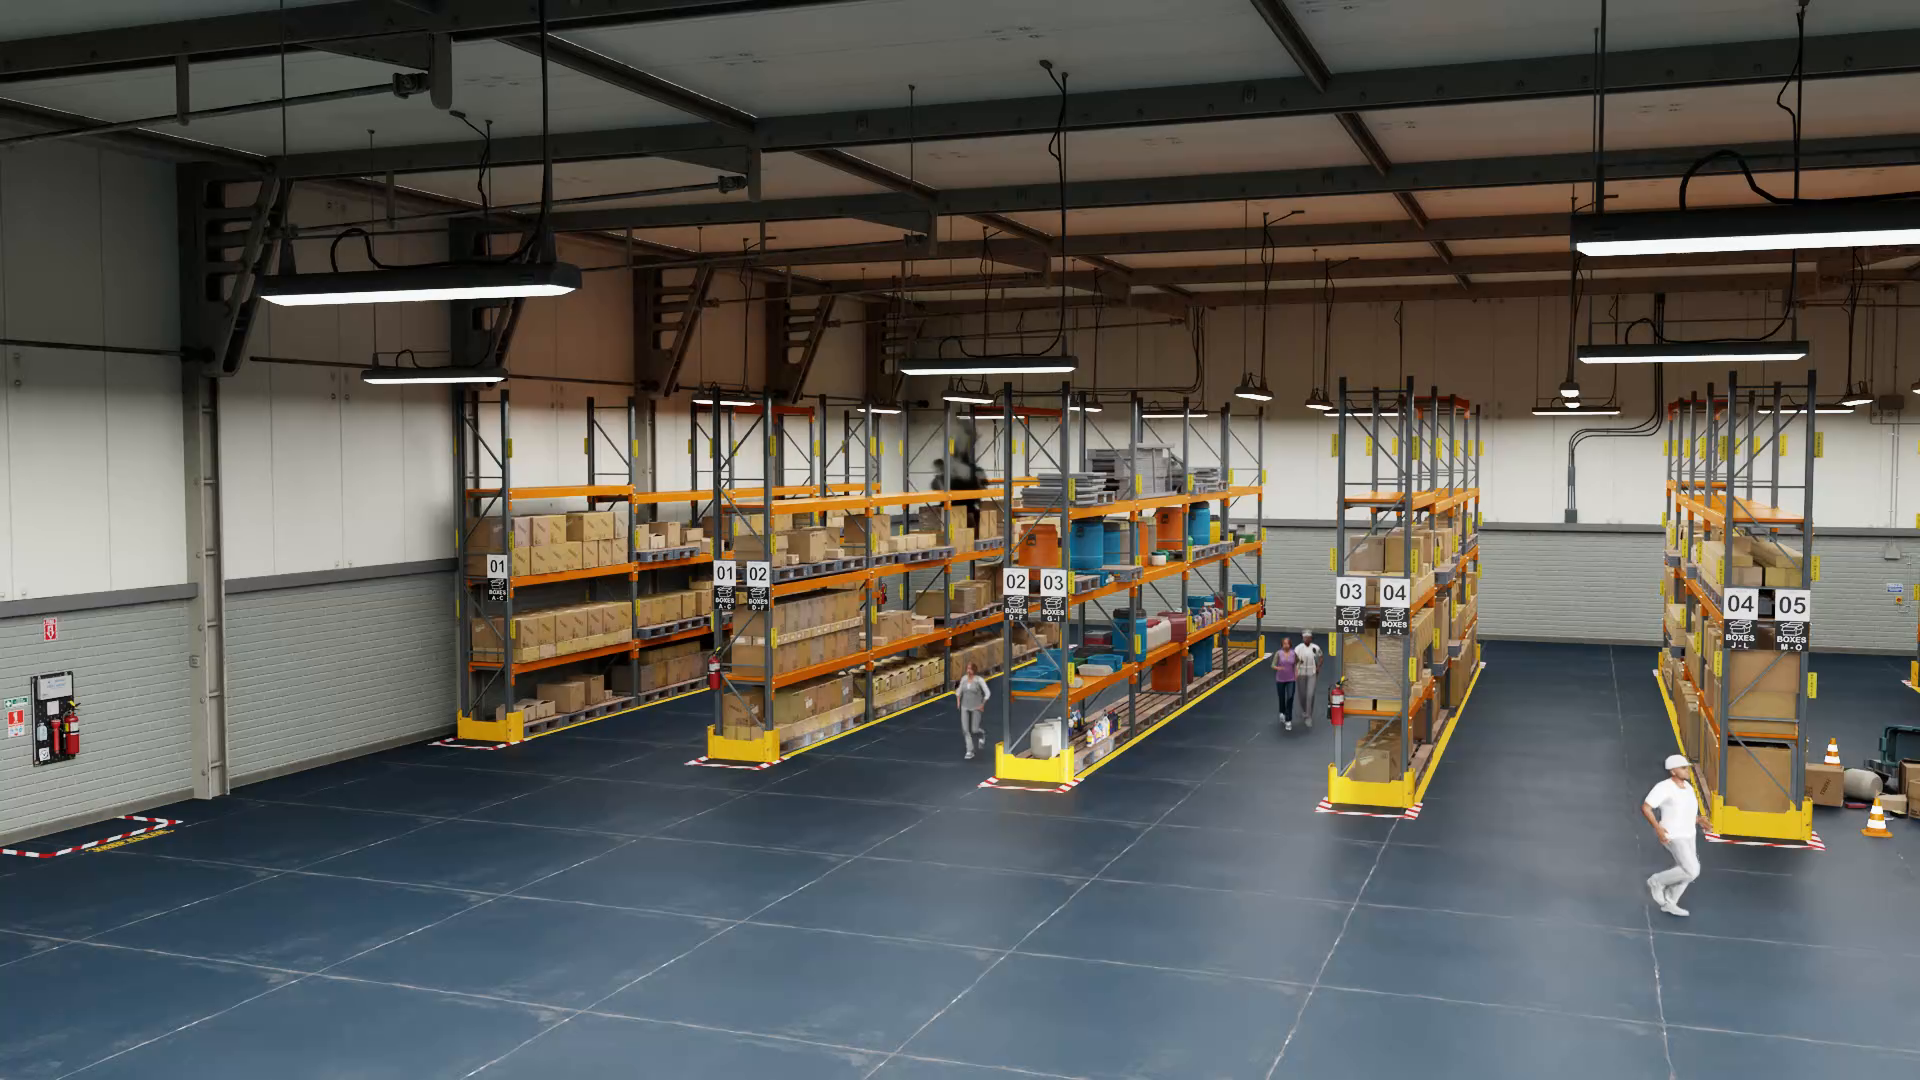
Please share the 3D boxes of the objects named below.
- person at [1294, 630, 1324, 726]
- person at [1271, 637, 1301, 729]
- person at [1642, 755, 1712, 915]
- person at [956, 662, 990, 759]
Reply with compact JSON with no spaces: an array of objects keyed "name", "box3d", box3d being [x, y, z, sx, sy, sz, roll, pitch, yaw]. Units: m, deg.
[{"name":"person","box3d":[6.287,2.466,30.195,0.557,1.699,0.876,1,3,14]},{"name":"person","box3d":[5.834,2.536,29.764,0.539,1.595,0.833,0,3,9]},{"name":"person","box3d":[7.700,3.159,17.786,0.698,1.720,0.576,-2,4,-36]},{"name":"person","box3d":[0.212,2.740,26.959,0.583,1.555,0.576,1,3,20]}]
